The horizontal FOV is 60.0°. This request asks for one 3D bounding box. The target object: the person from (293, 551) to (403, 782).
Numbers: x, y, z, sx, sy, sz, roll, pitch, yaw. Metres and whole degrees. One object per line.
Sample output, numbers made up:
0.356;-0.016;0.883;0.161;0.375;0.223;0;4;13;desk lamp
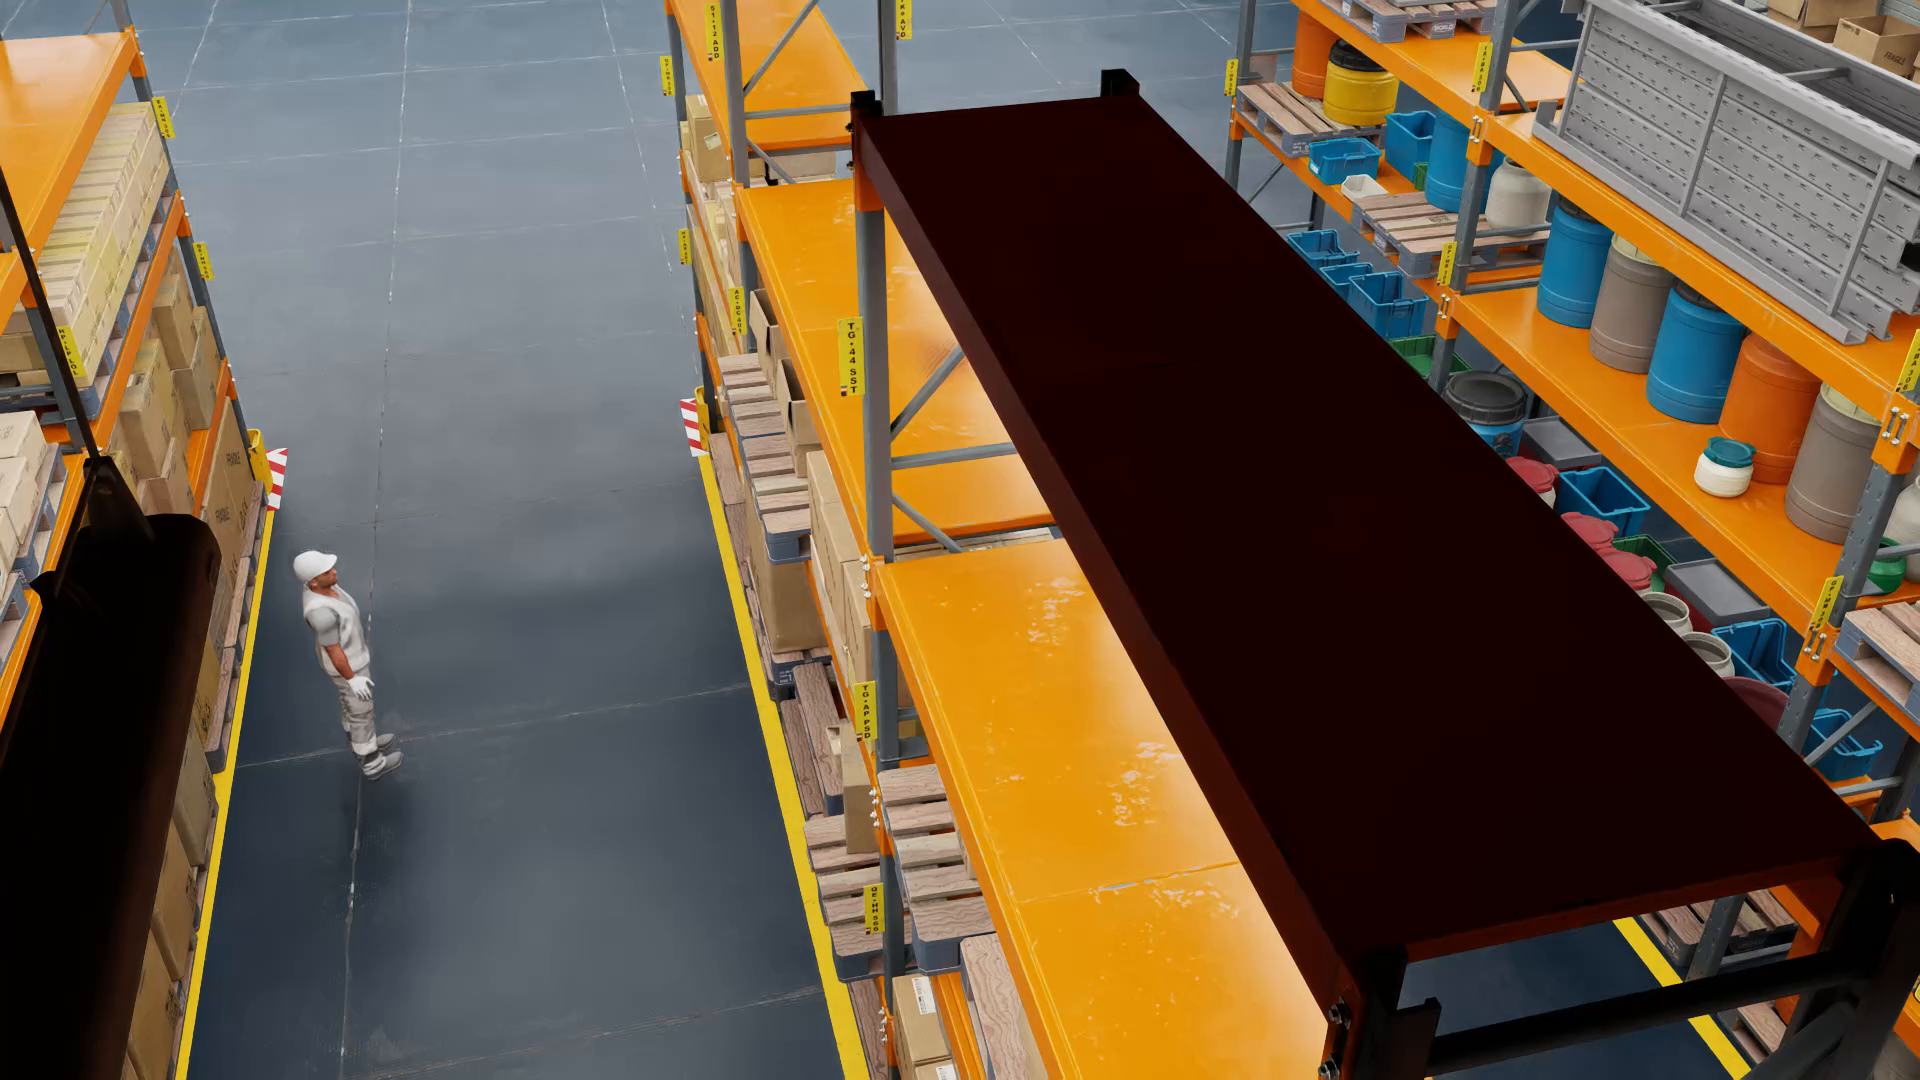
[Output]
-4.068;0.815;11.052;0.399;1.794;0.595;-19;39;-25;person
